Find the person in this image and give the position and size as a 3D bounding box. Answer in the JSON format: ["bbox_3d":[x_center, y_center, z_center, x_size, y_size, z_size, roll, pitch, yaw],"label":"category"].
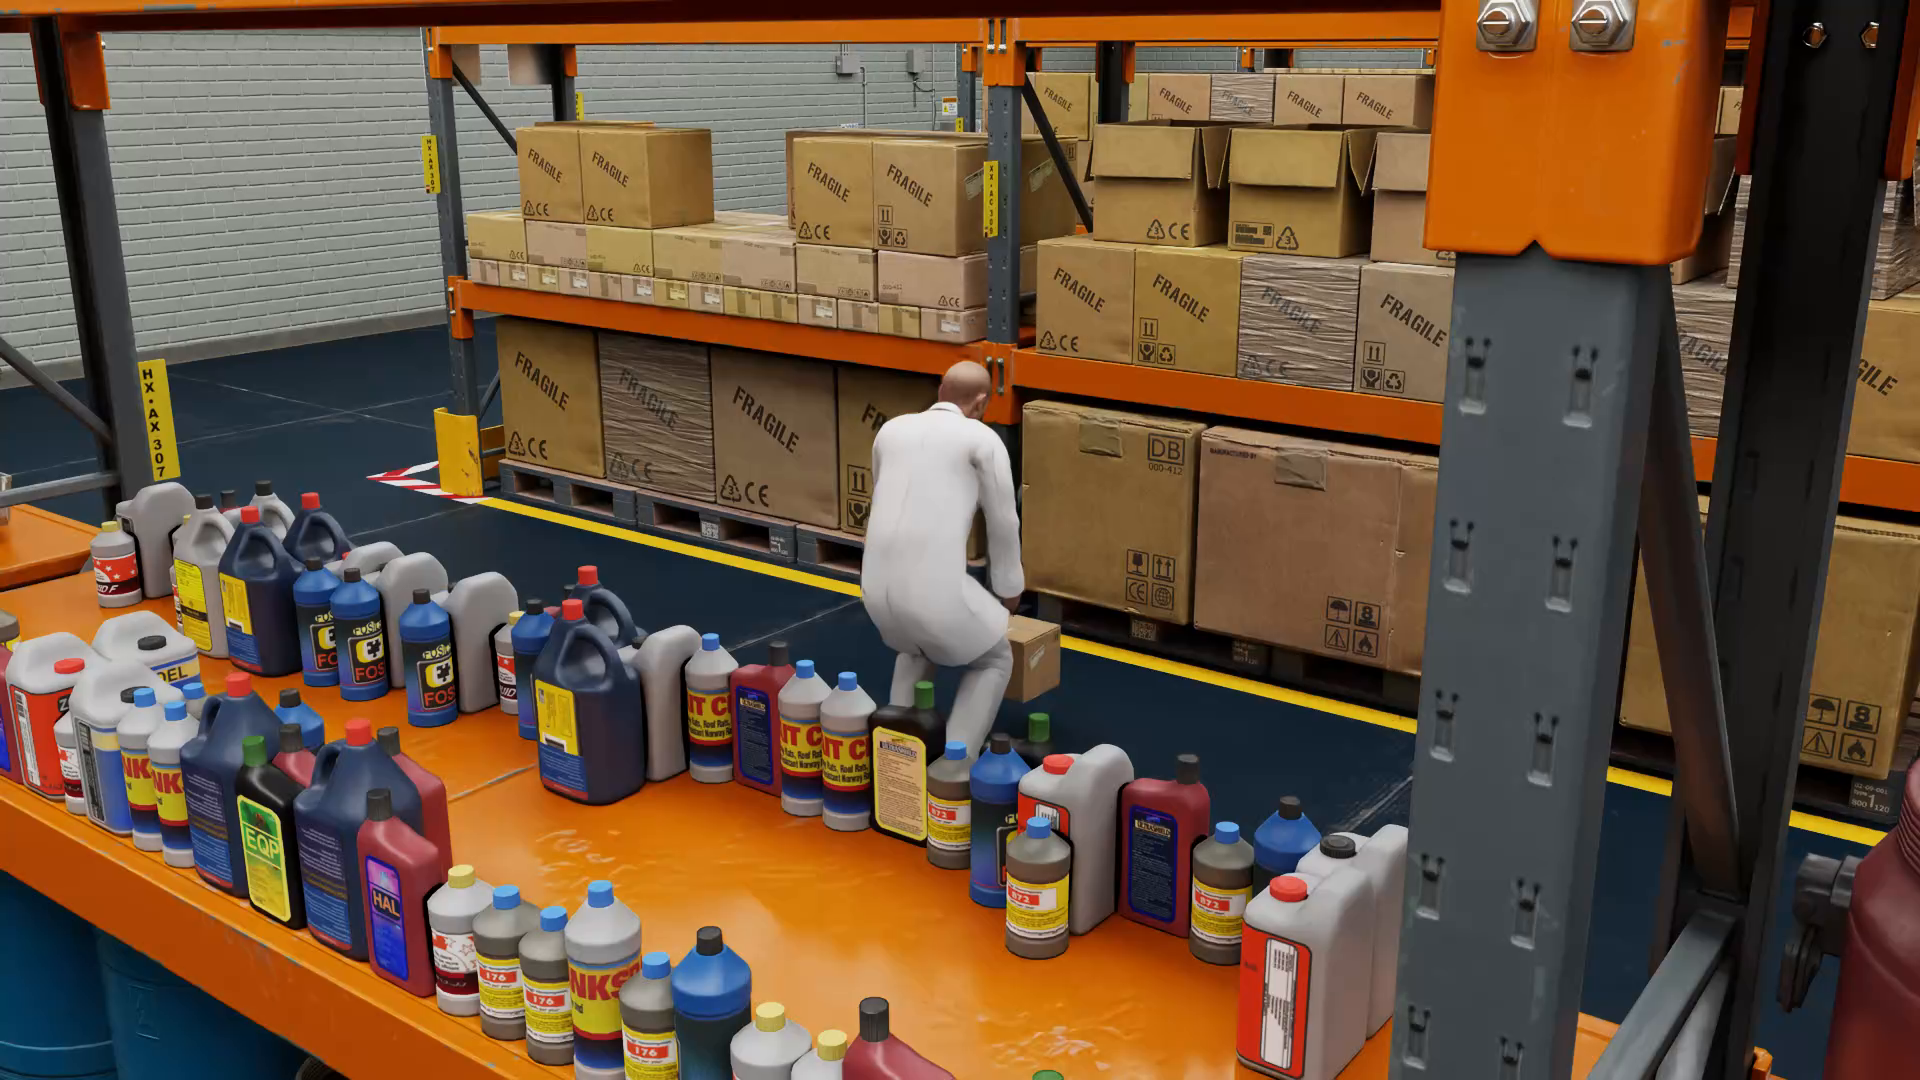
[{"bbox_3d":[-0.095,0.151,6.008,0.628,1.526,0.635,12,20,35],"label":"person"}]
